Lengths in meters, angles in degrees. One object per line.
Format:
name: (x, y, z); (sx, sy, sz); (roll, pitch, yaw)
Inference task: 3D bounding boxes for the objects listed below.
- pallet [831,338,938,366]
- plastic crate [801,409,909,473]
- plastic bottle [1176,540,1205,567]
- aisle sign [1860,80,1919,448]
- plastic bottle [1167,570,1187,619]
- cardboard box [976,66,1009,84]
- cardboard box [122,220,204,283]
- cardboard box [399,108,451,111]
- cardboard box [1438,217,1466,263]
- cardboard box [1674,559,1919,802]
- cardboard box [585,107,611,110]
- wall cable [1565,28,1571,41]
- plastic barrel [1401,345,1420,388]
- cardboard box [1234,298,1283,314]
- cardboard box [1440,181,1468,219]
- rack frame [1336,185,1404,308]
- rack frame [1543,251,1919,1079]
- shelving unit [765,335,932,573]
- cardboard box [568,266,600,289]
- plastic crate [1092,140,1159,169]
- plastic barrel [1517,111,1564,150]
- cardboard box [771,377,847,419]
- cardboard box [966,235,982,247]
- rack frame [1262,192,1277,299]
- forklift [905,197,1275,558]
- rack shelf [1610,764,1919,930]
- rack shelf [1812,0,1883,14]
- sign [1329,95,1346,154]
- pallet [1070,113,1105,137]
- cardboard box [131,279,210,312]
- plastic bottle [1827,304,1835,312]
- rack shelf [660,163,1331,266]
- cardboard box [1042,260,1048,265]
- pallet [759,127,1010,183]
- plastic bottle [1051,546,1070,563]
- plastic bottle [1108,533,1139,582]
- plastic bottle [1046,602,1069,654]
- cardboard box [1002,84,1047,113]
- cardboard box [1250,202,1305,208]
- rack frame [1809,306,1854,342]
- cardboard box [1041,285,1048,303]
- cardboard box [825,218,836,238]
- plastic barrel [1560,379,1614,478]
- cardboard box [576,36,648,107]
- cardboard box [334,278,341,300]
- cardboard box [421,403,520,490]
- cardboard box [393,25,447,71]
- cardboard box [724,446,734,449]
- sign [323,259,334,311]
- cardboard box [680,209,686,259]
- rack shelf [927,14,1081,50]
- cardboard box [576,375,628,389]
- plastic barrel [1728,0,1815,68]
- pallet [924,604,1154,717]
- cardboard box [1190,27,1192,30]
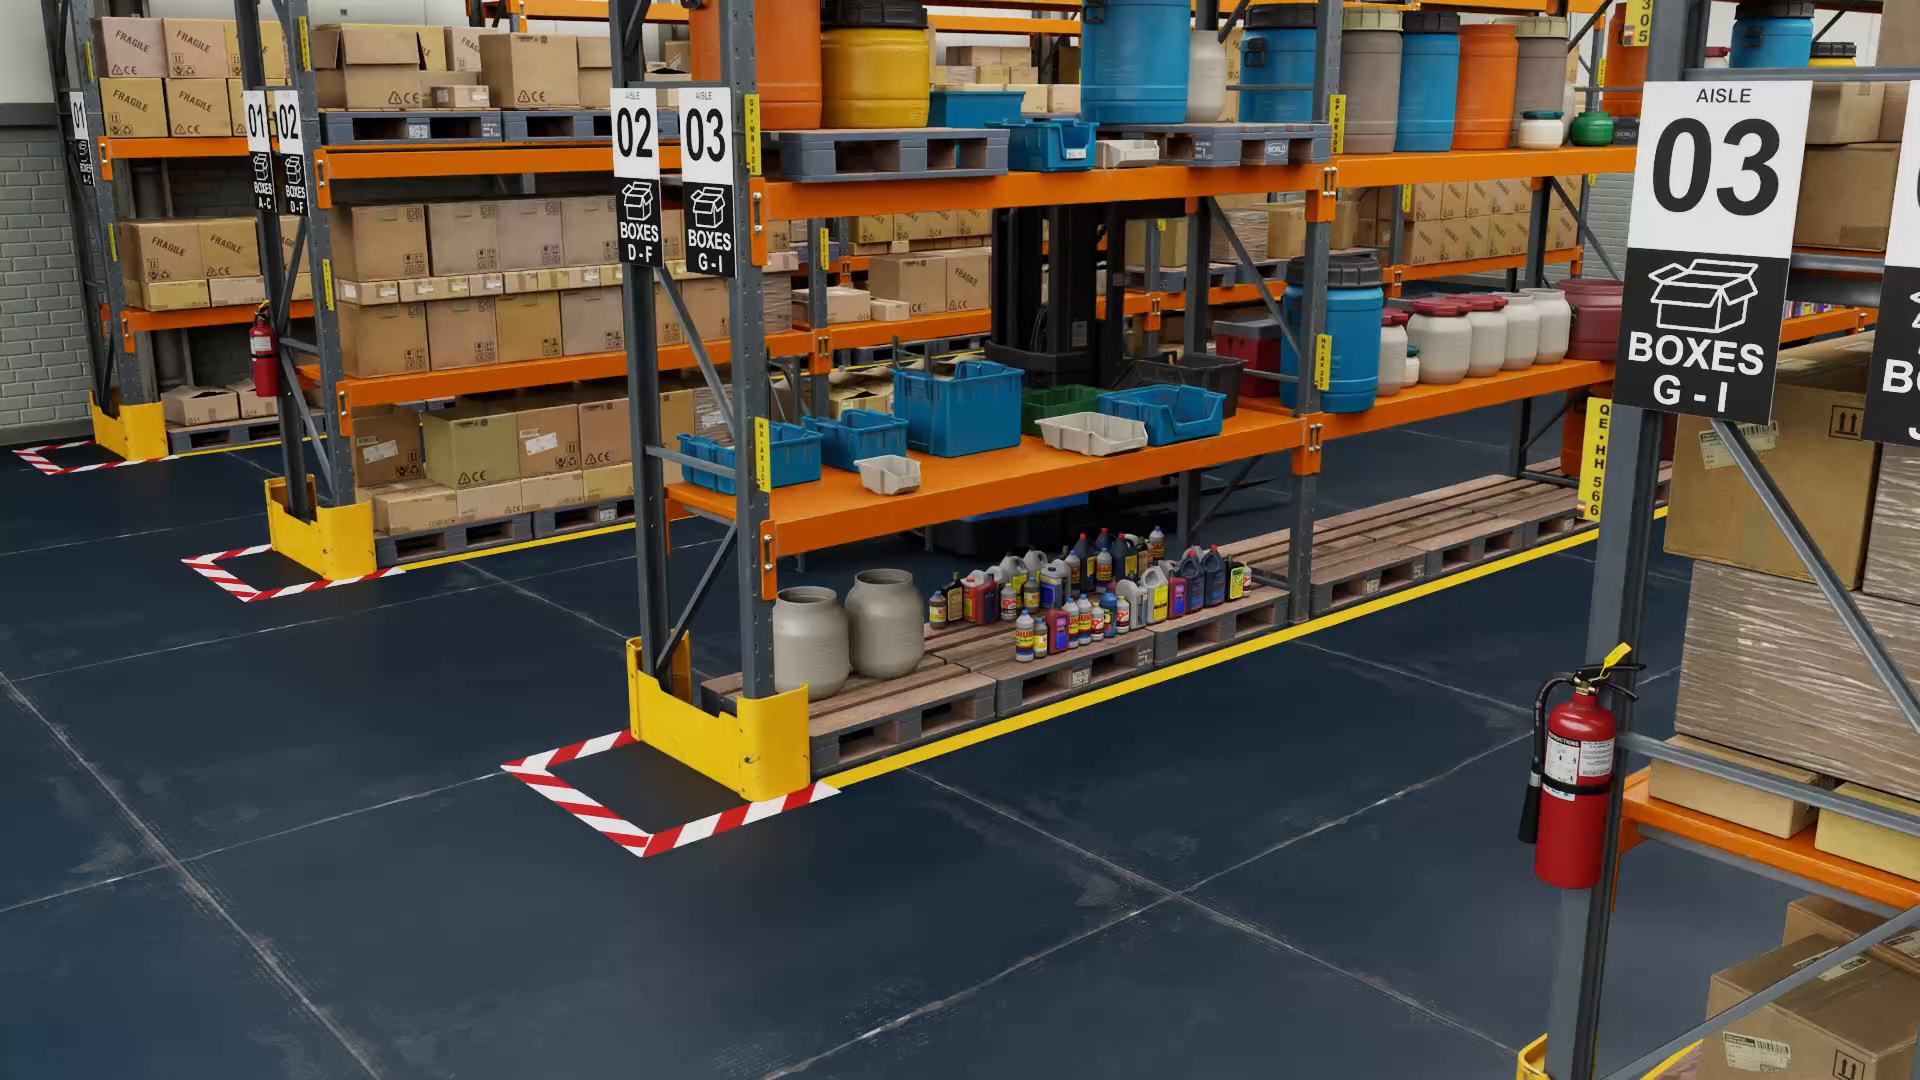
pallet: (-1.048, -2.404, 20.841); (1.213, 0.211, 1.003); (-13, 19, -39)
plastic crate: (-0.549, -0.529, 8.705); (0.408, 0.251, 0.499); (-13, 19, -39)
plastic bottle: (1.403, 0.178, 10.051); (0.185, 0.351, 0.144); (-13, 19, -39)
aisle sign: (2.178, -0.571, 3.539); (0.004, 0.787, 0.394); (-13, 19, -39)
plastic bottle: (1.257, 0.307, 9.699); (0.133, 0.283, 0.061); (-11, 19, -36)
cardboard box: (0.212, -5.786, 21.238); (0.500, 0.500, 0.700); (-13, 20, -40)
cardboard box: (-7.170, -2.599, 14.967); (0.500, 0.500, 0.500); (-13, 19, -39)
cardboard box: (-5.318, -4.245, 16.285); (0.500, 0.500, 0.500); (14, 20, 42)
cardboard box: (5.528, -3.515, 19.404); (0.500, 0.500, 0.500); (-12, 19, -38)
cardboard box: (2.461, 0.336, 4.410); (0.500, 0.500, 0.875); (-13, 19, -39)
cardboard box: (-3.780, -4.745, 17.749); (0.500, 0.311, 0.500); (-12, 19, -38)
wall cable: (8.844, -7.274, 28.063); (0.112, 2.526, 3.097); (-13, 19, -39)
plastic barrel: (2.893, -1.154, 11.025); (0.301, 0.262, 0.301); (0, 15, 0)
cardboard box: (3.301, -2.510, 18.371); (0.500, 0.250, 0.500); (-13, 19, -39)
cardboard box: (5.509, -3.990, 19.245); (0.500, 0.500, 0.500); (-13, 20, -41)
rack frame: (4.580, -3.346, 18.965); (0.127, 3.000, 1.000); (-13, 19, -39)
rack frame: (2.028, 0.616, 4.132); (0.127, 3.000, 1.000); (-13, 19, -39)
shelving unit: (-0.775, -0.621, 11.670); (1.048, 1.500, 0.538); (-9, 17, -31)
cardboard box: (-2.875, -1.960, 12.324); (0.250, 0.149, 0.380); (-12, 19, -39)
plastic crate: (0.848, -1.997, 8.613); (0.396, 0.136, 0.243); (-13, 19, -39)
plastic barrel: (4.005, -2.825, 11.470); (0.301, 0.262, 0.301); (0, 15, 0)
cardboard box: (-1.338, -1.261, 14.586); (0.500, 0.311, 0.500); (-13, 19, -39)
cardboard box: (0.061, -3.837, 21.249); (0.250, 0.149, 0.380); (-12, 19, -38)
rack frame: (4.343, -4.988, 25.110); (0.127, 3.000, 1.000); (-13, 19, -39)
forklift: (1.046, -1.554, 12.389); (3.031, 2.935, 1.130); (-9, 17, -31)
rack shelf: (3.536, 0.624, 5.494); (4.000, 0.370, 1.077); (-13, 19, -39)
rack shelf: (9.338, -5.078, 15.991); (4.000, 0.370, 1.077); (-13, 19, -39)
sign: (2.147, -2.371, 9.483); (0.005, 0.325, 0.100); (-13, 19, -39)
pallet: (1.109, -3.894, 15.570); (1.003, 0.211, 1.213); (-12, 19, -37)
cardboard box: (-7.150, -2.235, 15.058); (0.500, 0.250, 0.500); (-13, 20, -41)
plastic bottle: (7.744, -2.192, 14.883); (0.135, 0.276, 0.152); (-13, 19, -39)
rack shelf: (0.285, -1.789, 8.716); (4.000, 0.370, 1.077); (-13, 19, -39)
cardboard box: (0.921, -3.339, 22.290); (0.750, 0.750, 0.750); (-12, 19, -39)
pallet: (-0.535, -1.828, 7.833); (1.213, 0.211, 1.003); (-13, 19, -39)
plastic bottle: (0.618, 0.181, 10.169); (0.133, 0.283, 0.061); (-12, 19, -37)
plastic bottle: (1.007, 0.125, 10.250); (0.185, 0.351, 0.144); (-13, 19, -39)
plastic bottle: (0.531, 0.470, 9.089); (0.133, 0.283, 0.061); (-12, 19, -38)
cardboard box: (0.435, -3.973, 14.978); (0.500, 0.250, 0.500); (-13, 20, -40)
cardboard box: (3.599, -3.432, 18.278); (0.500, 0.500, 0.700); (-9, 17, -31)
rack frame: (7.829, -2.381, 15.353); (0.127, 3.000, 1.000); (-13, 19, -39)
cardboard box: (0.638, -2.320, 15.611); (0.250, 0.149, 0.380); (-11, 18, -35)
cardboard box: (-1.509, -3.965, 20.474); (0.500, 0.500, 0.500); (-12, 19, -39)
plastic barrel: (5.169, -0.944, 13.365); (0.708, 0.830, 0.600); (-13, 19, -39)
cardboard box: (-2.780, -3.506, 12.467); (0.637, 0.503, 0.797); (-10, 18, -33)
cardboard box: (-4.309, -1.777, 11.639); (0.250, 0.149, 0.380); (-13, 20, -40)
cardboard box: (-3.546, -0.683, 12.055); (0.500, 0.500, 0.500); (-13, 19, -39)
cardboard box: (-5.318, -4.712, 16.096); (0.500, 0.500, 0.500); (-11, 19, -36)
cardboard box: (-2.045, -0.662, 13.429); (0.500, 0.250, 0.500); (-13, 19, -39)
sign: (-4.113, -1.661, 10.825); (0.005, 0.325, 0.100); (-13, 19, -39)
cardboard box: (-2.166, -2.504, 13.104); (0.500, 0.500, 0.700); (-13, 20, -39)
rack shelf: (-0.183, -6.329, 20.675); (4.000, 0.370, 1.077); (-13, 19, -39)
cardboard box: (-2.765, -1.041, 13.395); (0.500, 0.500, 0.500); (-13, 19, -39)
plastic barrel: (6.642, -3.957, 13.653); (0.708, 0.901, 0.600); (-13, 19, -39)
pallet: (0.339, 0.634, 9.466); (1.213, 0.211, 1.003); (-13, 19, -39)
cardboard box: (1.896, -4.722, 16.172); (0.500, 0.500, 0.500); (-13, 19, -39)
